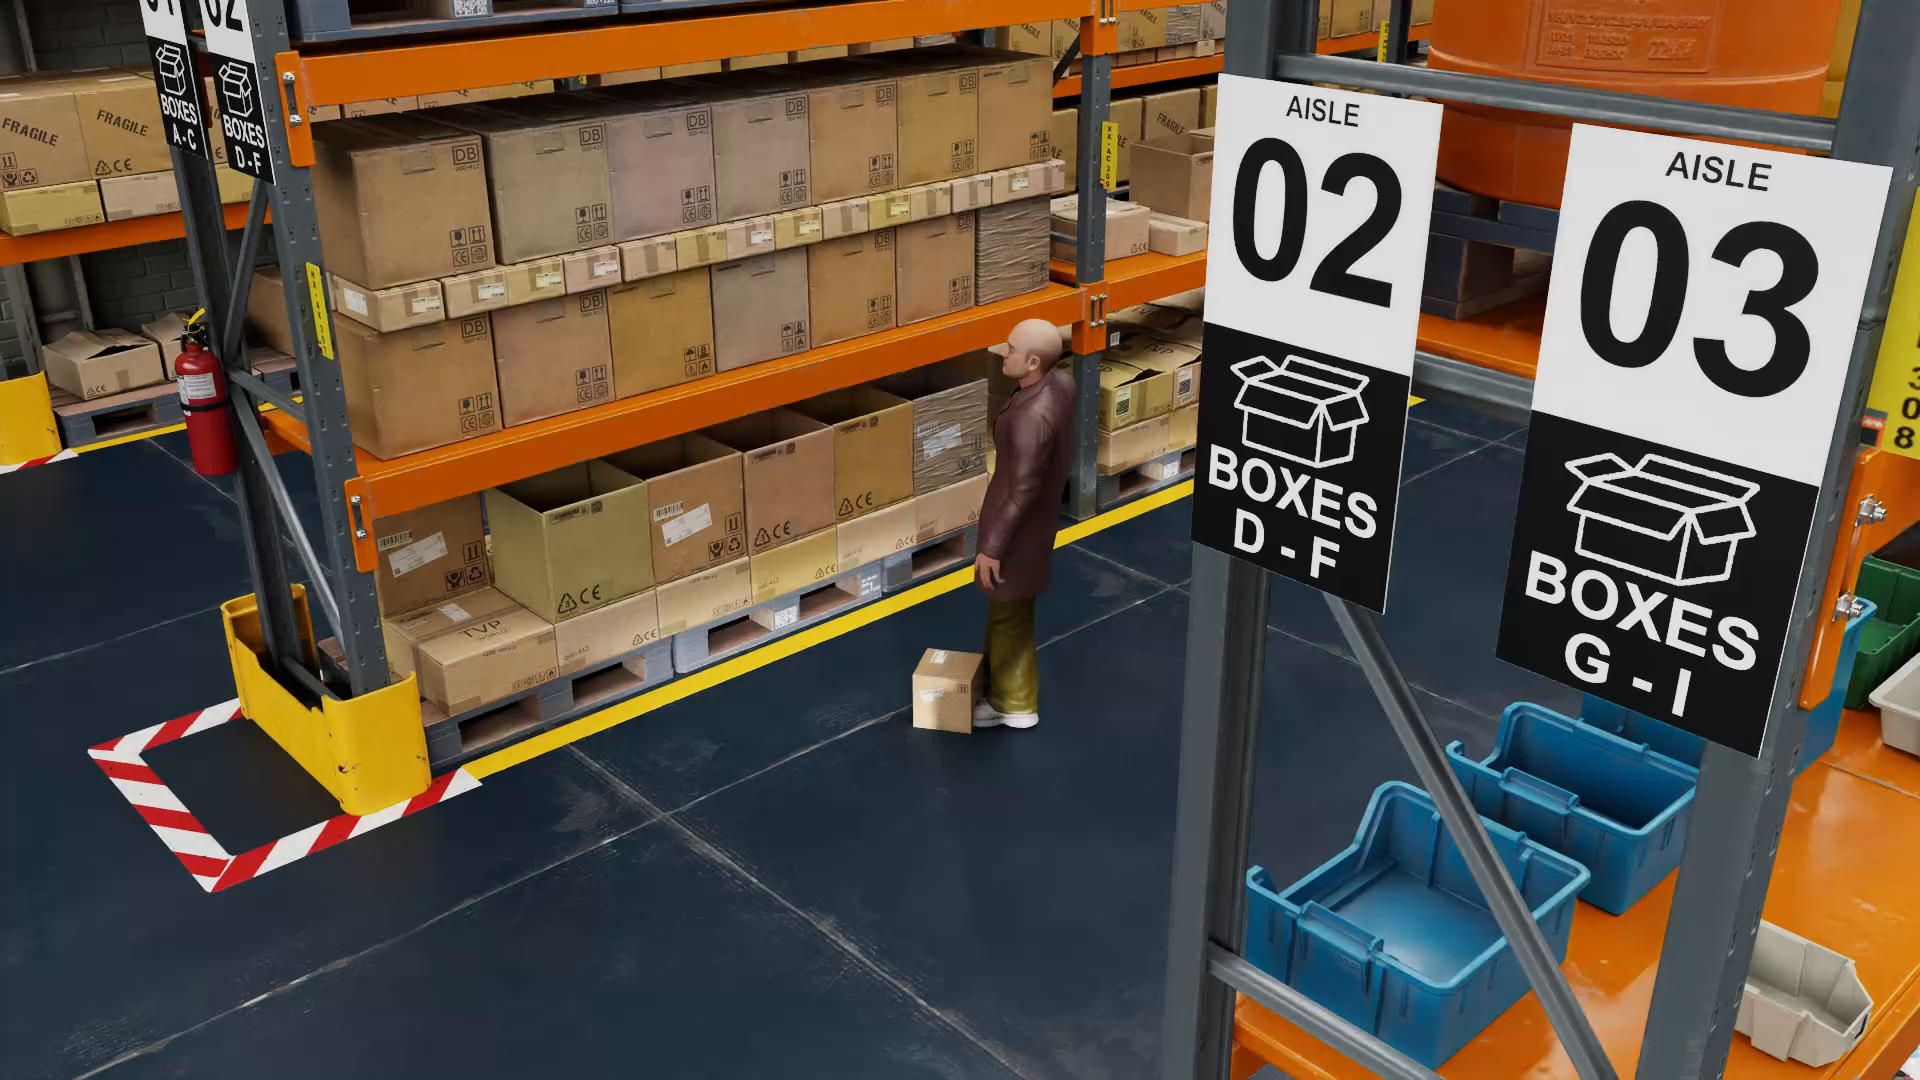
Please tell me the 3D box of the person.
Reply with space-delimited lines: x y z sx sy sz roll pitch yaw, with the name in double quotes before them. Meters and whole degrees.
"person" 0.144 -0.055 6.721 0.580 1.777 0.698 6 25 14
